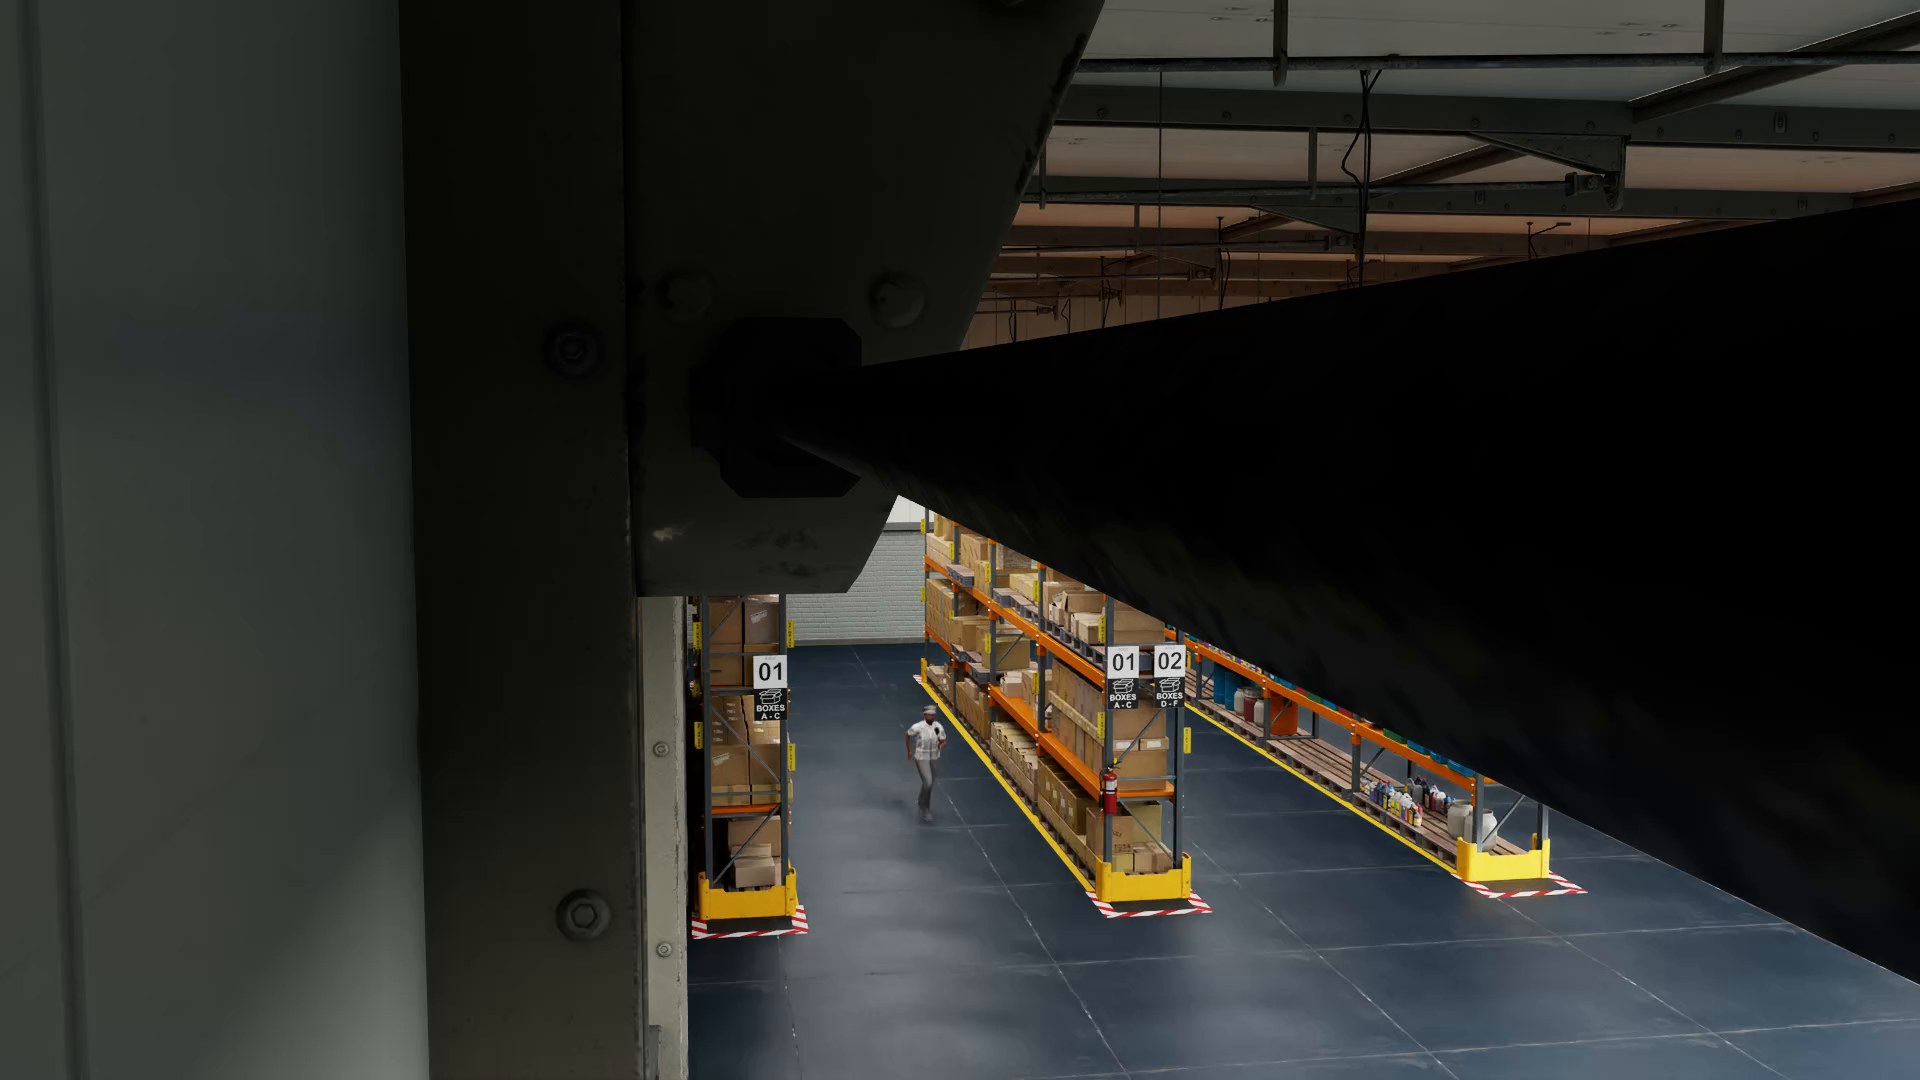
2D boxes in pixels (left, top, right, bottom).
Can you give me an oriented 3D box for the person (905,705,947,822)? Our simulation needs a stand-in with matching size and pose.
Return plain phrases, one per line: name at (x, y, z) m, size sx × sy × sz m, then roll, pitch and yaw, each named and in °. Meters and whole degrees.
person at (-0.484, 3.313, 24.835) m, size 0.537 × 1.741 × 0.827 m, roll -3°, pitch 6°, yaw -27°
